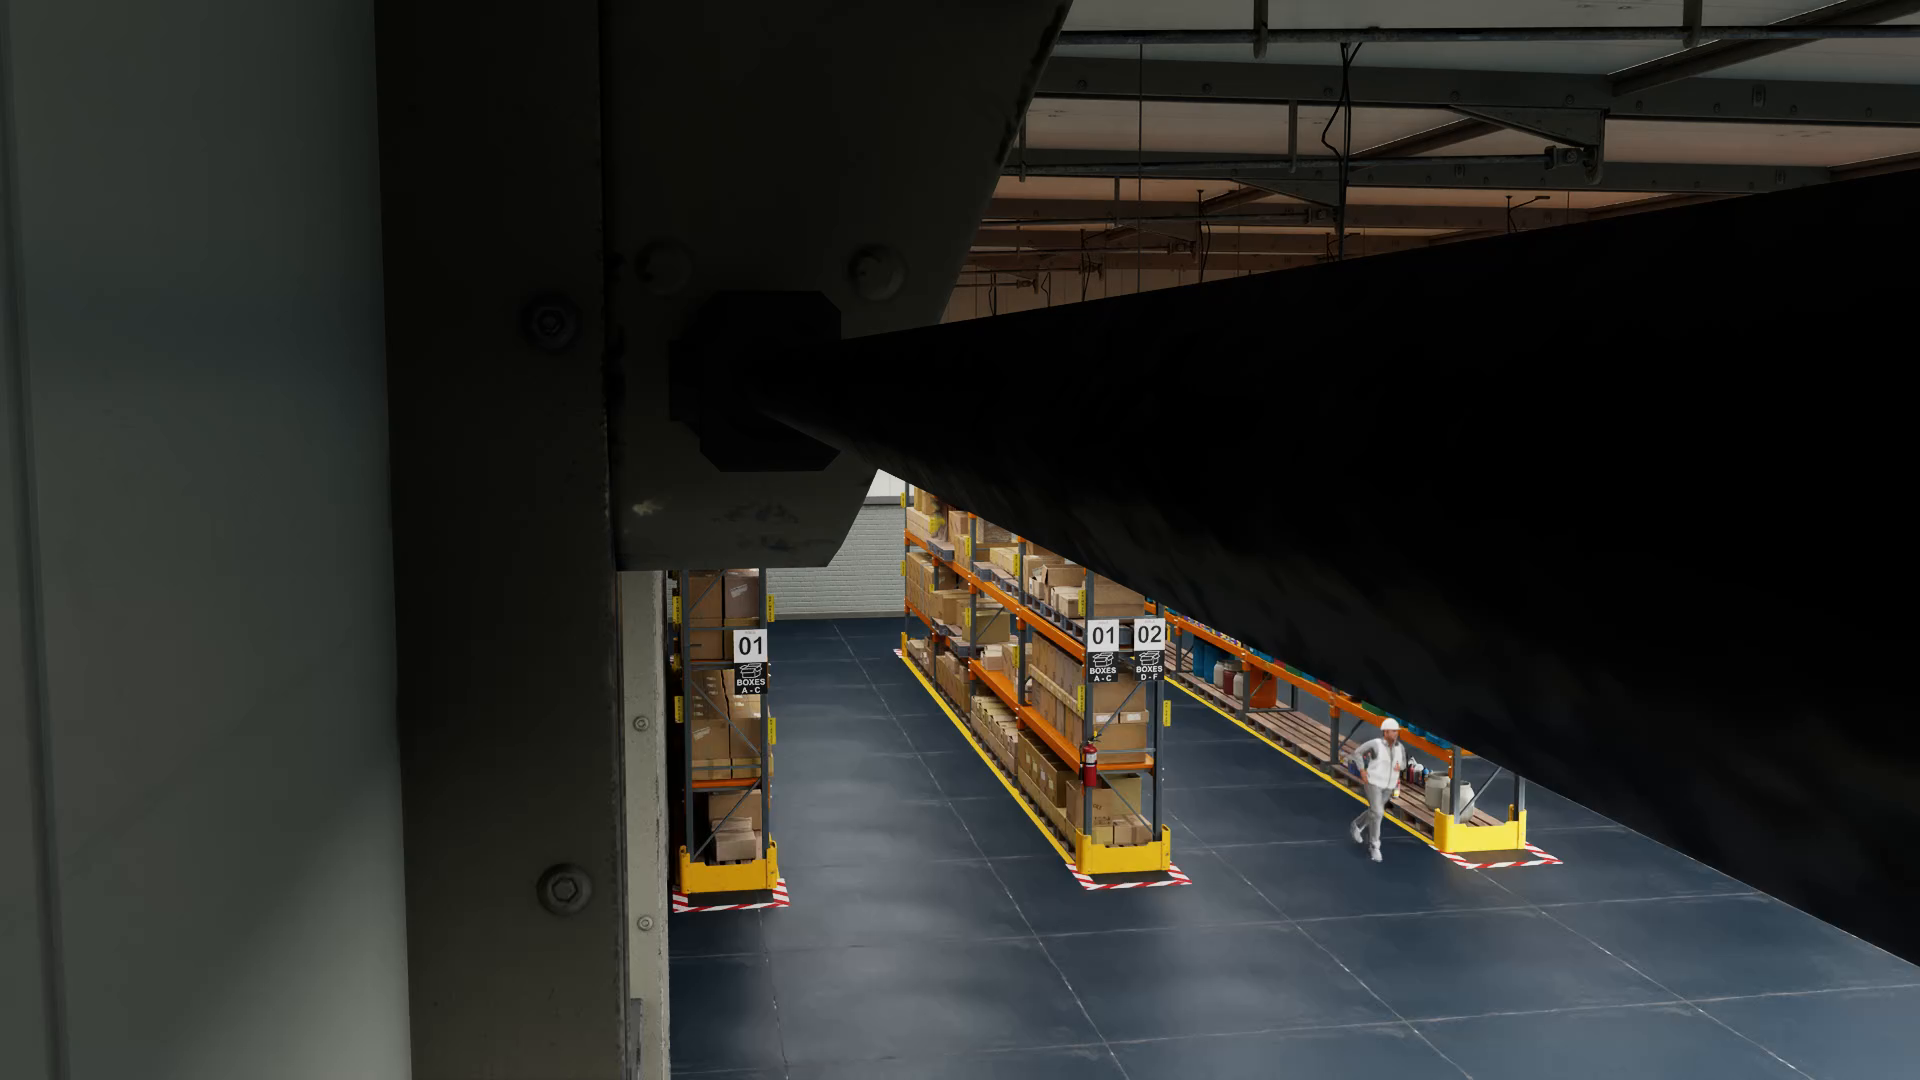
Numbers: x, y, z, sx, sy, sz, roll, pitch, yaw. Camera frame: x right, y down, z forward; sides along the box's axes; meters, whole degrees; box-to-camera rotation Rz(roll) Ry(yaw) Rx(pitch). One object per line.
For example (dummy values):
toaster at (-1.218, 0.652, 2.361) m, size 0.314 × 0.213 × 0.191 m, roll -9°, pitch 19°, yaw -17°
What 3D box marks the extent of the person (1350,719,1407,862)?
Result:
person at (5.504, 3.215, 21.802) m, size 0.702 × 1.793 × 0.886 m, roll -2°, pitch 6°, yaw -23°
